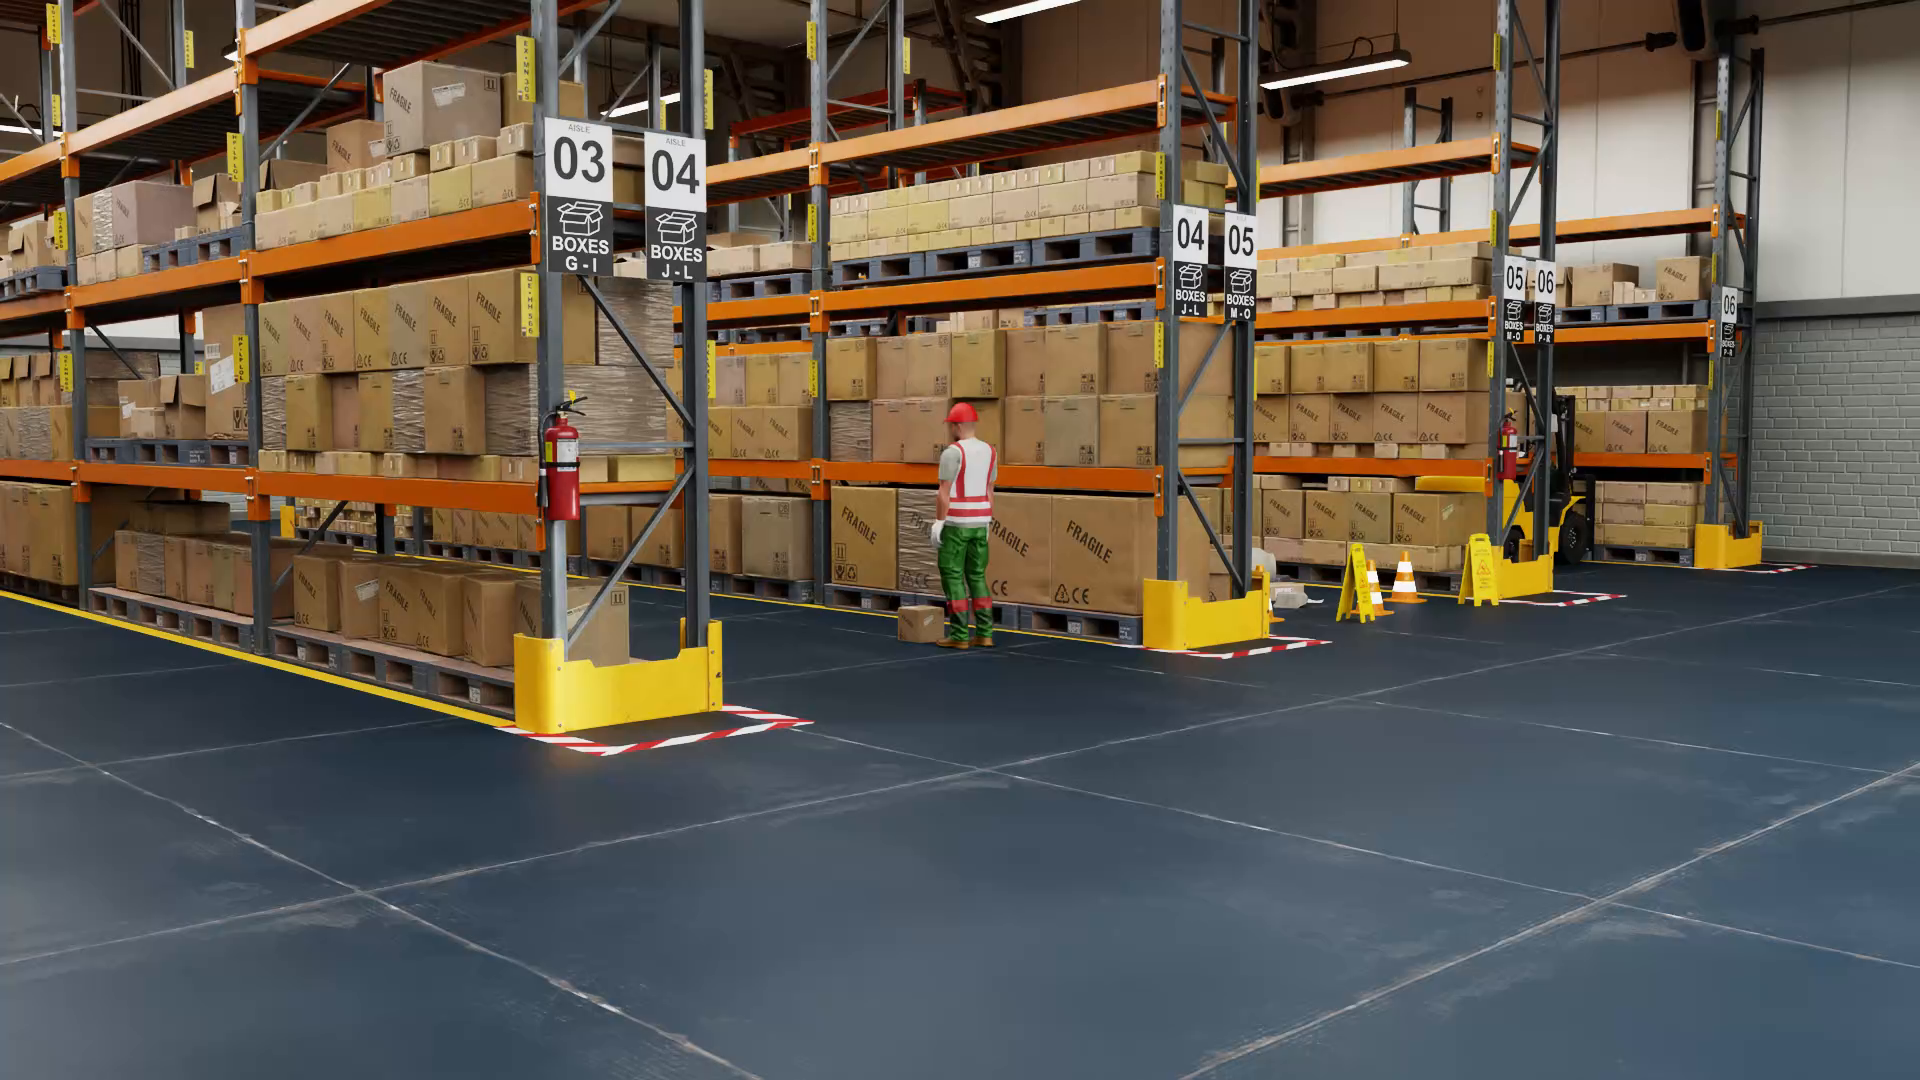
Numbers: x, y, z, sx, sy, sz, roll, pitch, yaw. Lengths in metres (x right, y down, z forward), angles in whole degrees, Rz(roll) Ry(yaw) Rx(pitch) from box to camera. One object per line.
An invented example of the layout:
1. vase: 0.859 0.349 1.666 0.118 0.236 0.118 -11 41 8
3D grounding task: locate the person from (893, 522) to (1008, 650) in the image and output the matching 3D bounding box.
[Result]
1. person: -0.077 0.329 12.257 0.564 0.907 0.886 -4 5 -44
